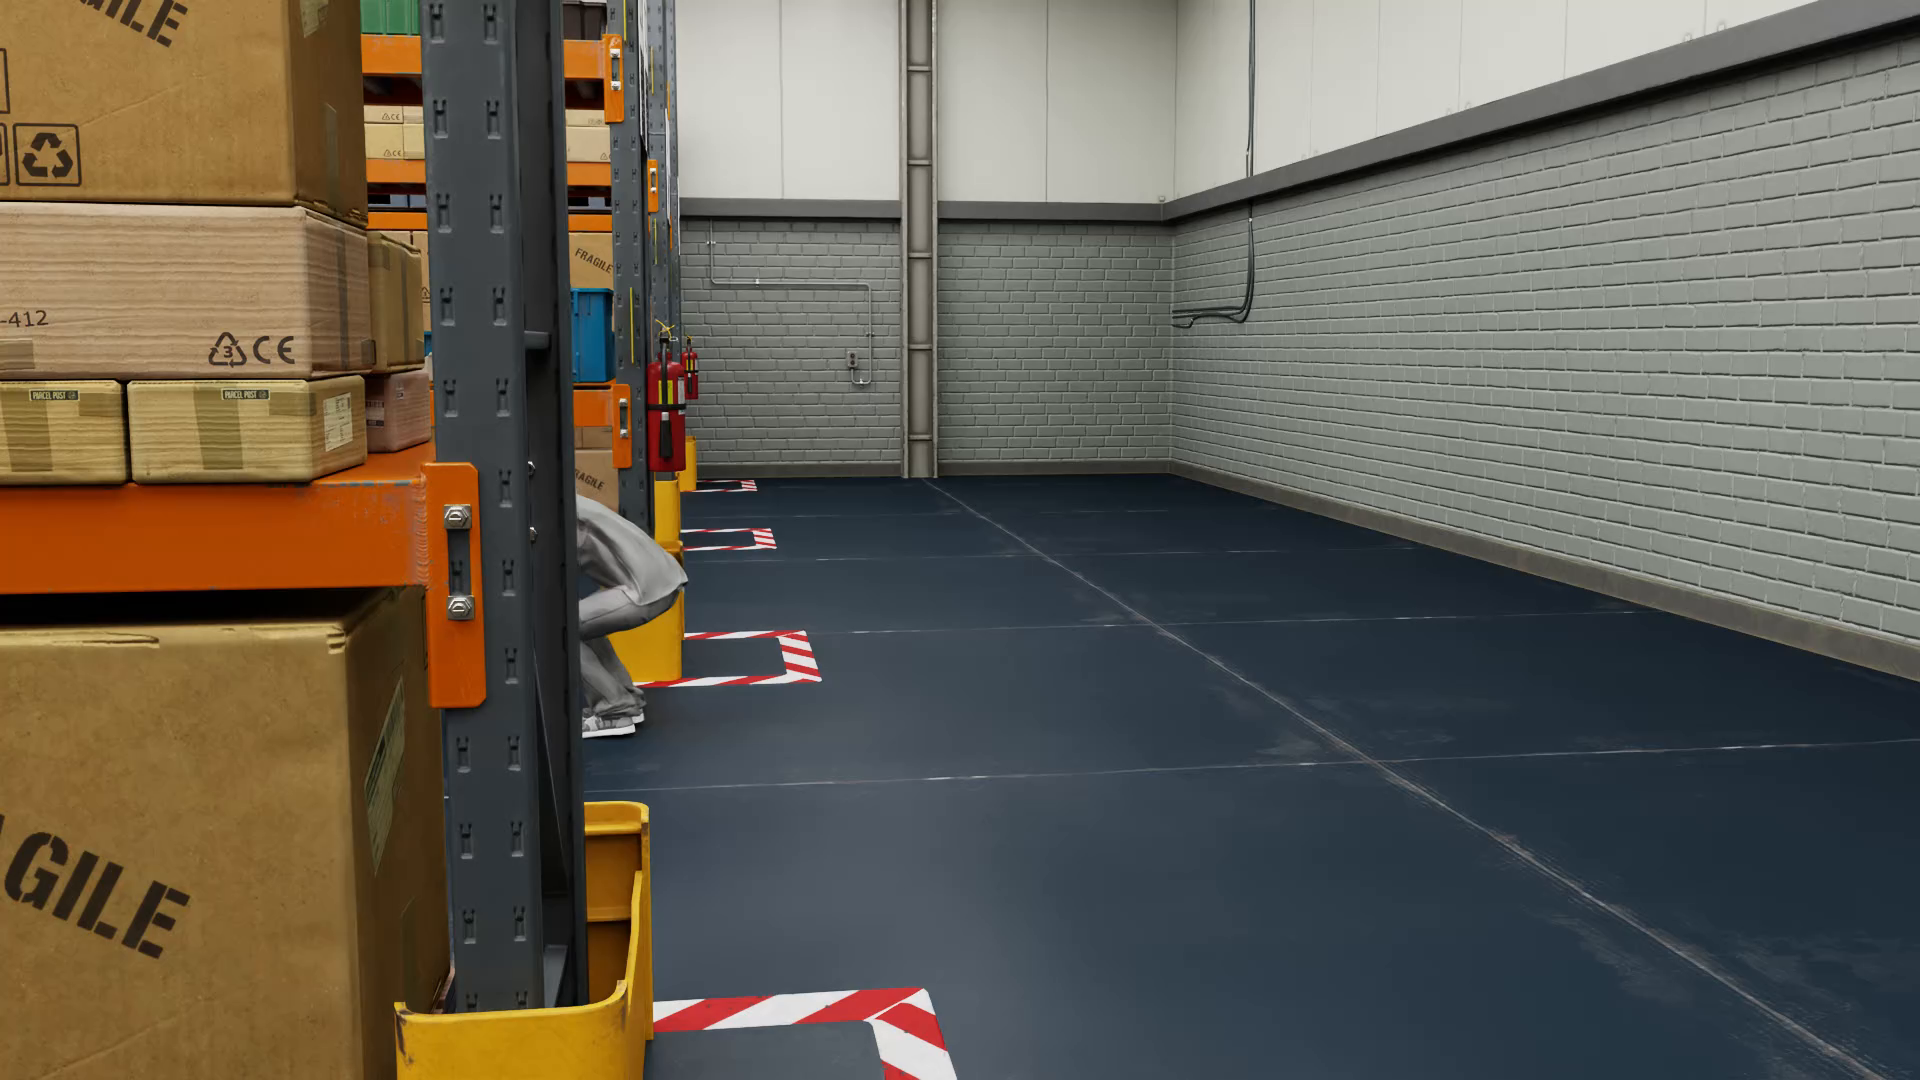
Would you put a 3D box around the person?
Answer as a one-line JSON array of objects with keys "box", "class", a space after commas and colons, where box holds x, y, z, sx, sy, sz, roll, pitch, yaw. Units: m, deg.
[{"box": [-1.442, 0.234, 6.435, 0.757, 1.039, 0.454, 1, 7, 6], "class": "person"}]
